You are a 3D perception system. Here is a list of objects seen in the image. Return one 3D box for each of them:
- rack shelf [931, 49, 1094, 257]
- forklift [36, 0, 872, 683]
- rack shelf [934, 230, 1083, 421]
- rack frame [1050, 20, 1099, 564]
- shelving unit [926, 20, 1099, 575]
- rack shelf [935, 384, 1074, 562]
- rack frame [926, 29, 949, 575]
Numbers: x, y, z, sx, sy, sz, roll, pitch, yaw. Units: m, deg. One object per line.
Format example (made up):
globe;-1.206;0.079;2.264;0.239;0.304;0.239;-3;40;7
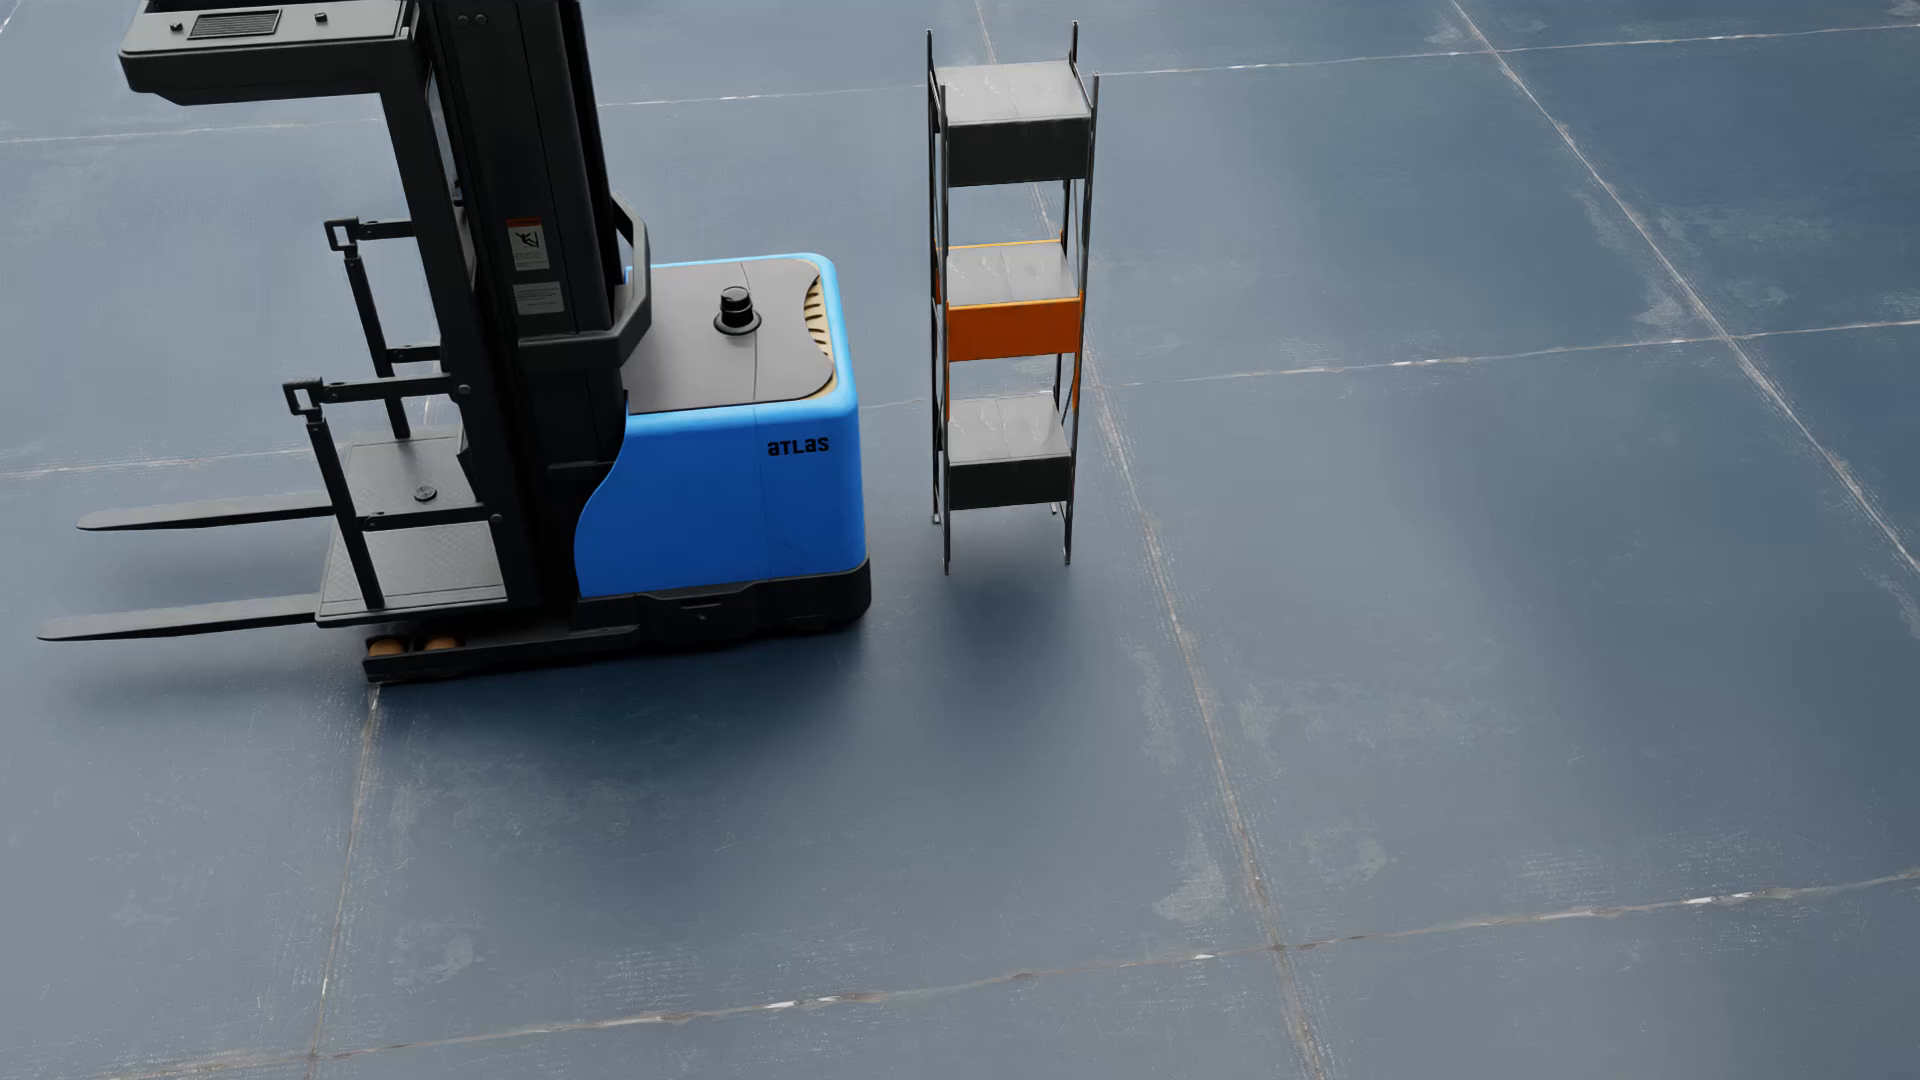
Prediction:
rack shelf;0.164;-1.304;5.603;0.480;0.518;0.431;-5;42;-6
forklift;-1.901;-0.940;5.604;3.031;2.935;1.130;-6;42;-6
rack shelf;0.164;-0.784;6.072;0.480;0.518;0.431;-5;42;-6
rack frame;0.406;-0.815;6.086;0.015;2.100;0.400;-5;42;-6
shelving unit;0.164;-0.794;6.063;0.503;2.100;0.431;-5;42;-6
rack shelf;0.164;-0.264;6.541;0.480;0.518;0.431;-5;42;-6
rack frame;-0.078;-0.773;6.039;0.015;2.100;0.400;-5;42;-6
